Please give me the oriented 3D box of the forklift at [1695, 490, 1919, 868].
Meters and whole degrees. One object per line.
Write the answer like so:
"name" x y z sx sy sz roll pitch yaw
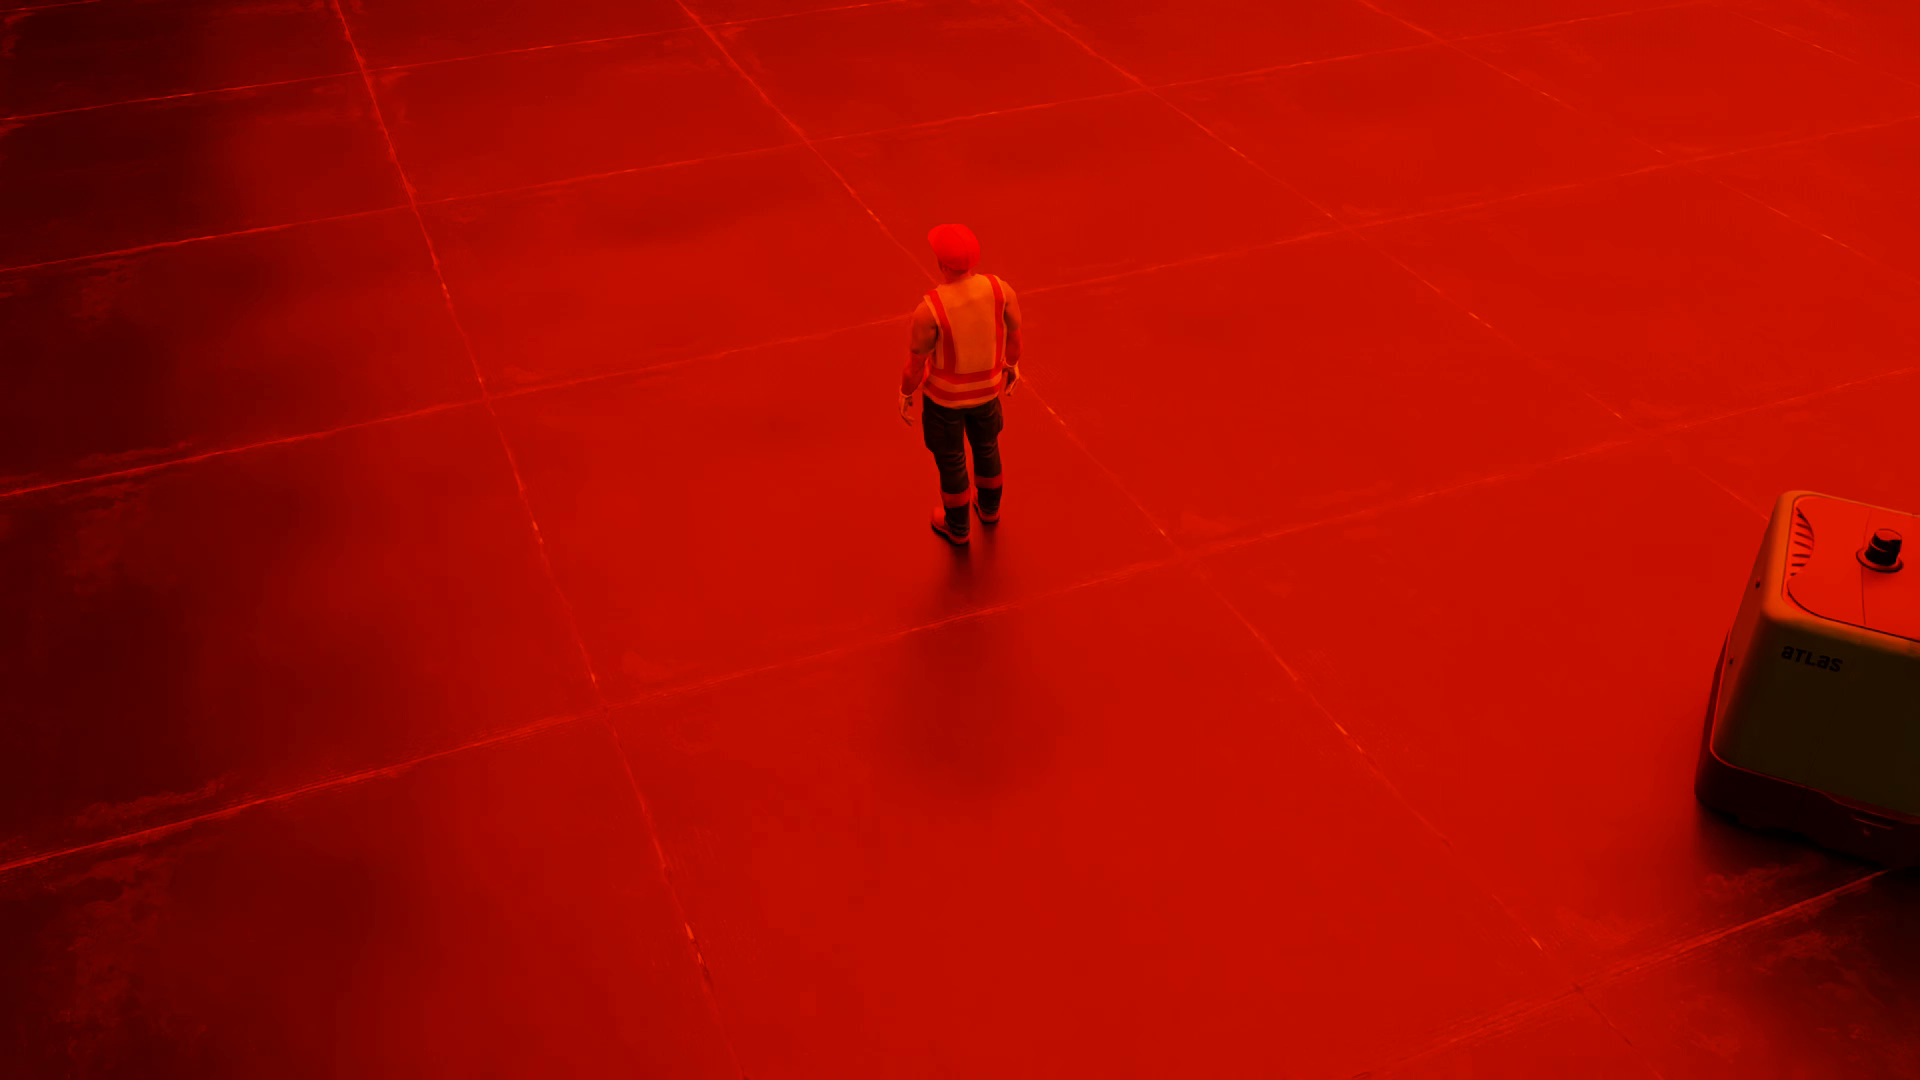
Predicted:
"forklift" 4.657 0.068 6.002 3.031 2.935 1.130 16 38 21

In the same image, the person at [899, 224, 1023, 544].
"person" -0.020 -0.781 8.169 0.637 1.787 0.564 -14 38 -19
